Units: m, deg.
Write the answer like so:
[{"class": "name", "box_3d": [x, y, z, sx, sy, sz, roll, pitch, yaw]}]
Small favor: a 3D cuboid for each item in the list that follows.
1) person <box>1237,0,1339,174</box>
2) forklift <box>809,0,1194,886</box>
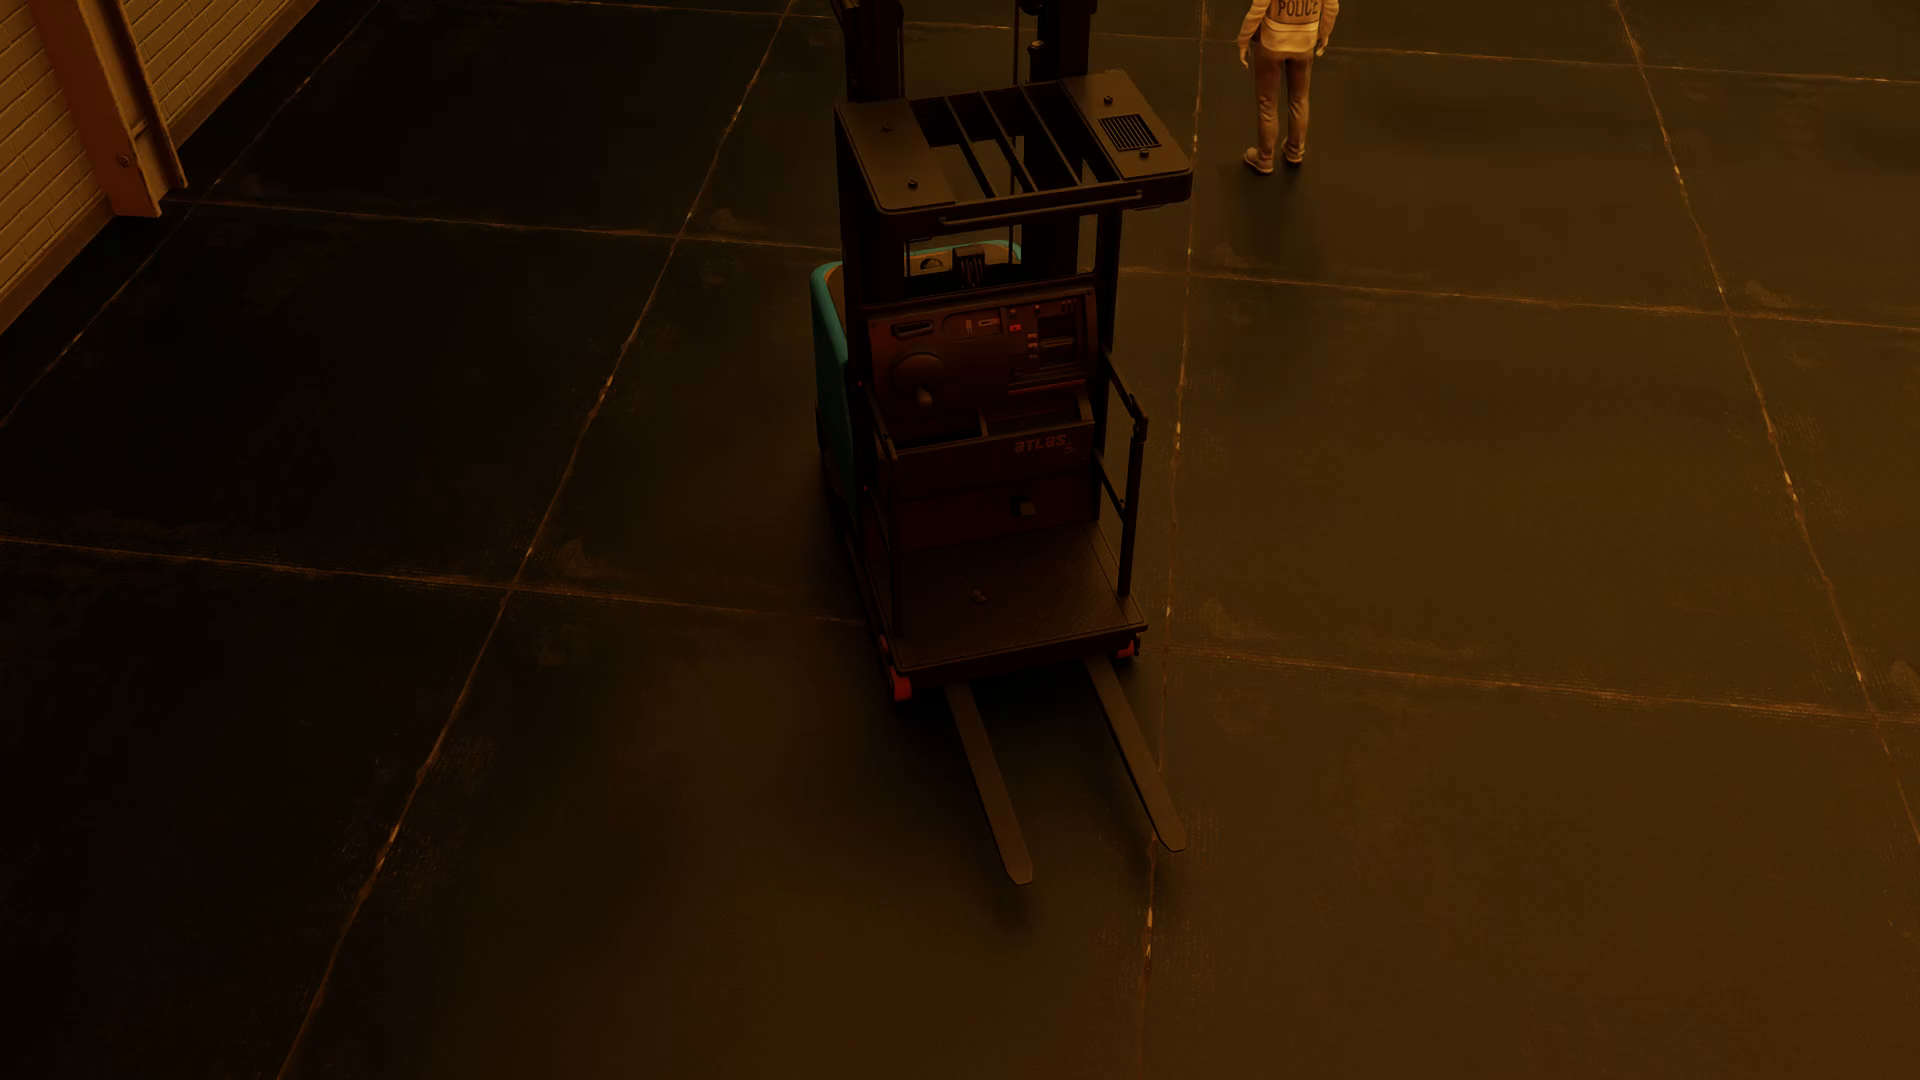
[{"class": "person", "box_3d": [1.910, -2.971, 9.867, 0.576, 1.700, 0.521, -5, 43, -6]}, {"class": "forklift", "box_3d": [0.153, -0.681, 6.465, 1.130, 2.935, 3.031, -10, 44, -11]}]
